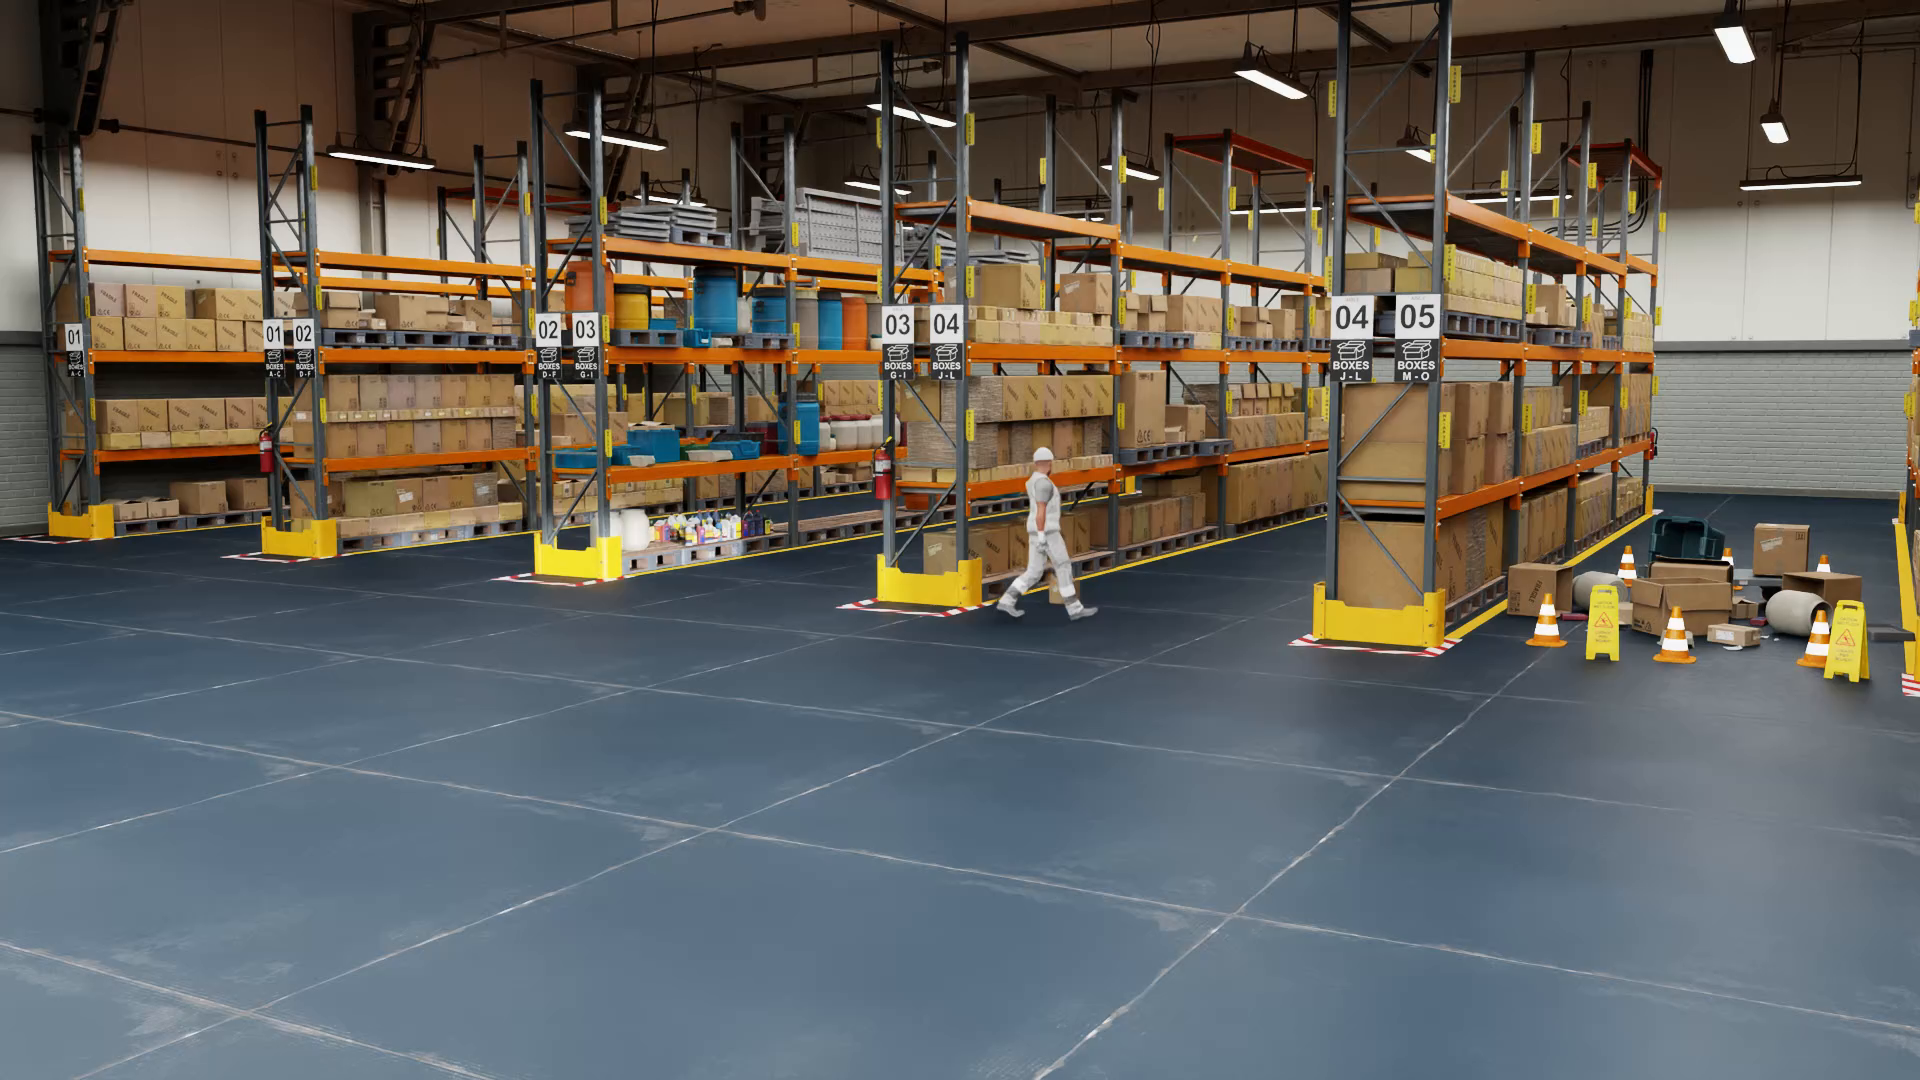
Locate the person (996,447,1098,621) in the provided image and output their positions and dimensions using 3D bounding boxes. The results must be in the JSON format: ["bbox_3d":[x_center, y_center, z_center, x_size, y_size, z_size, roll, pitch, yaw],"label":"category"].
[{"bbox_3d":[0.853,-0.059,16.717,1.024,1.734,0.628,-2,6,-17],"label":"person"}]
